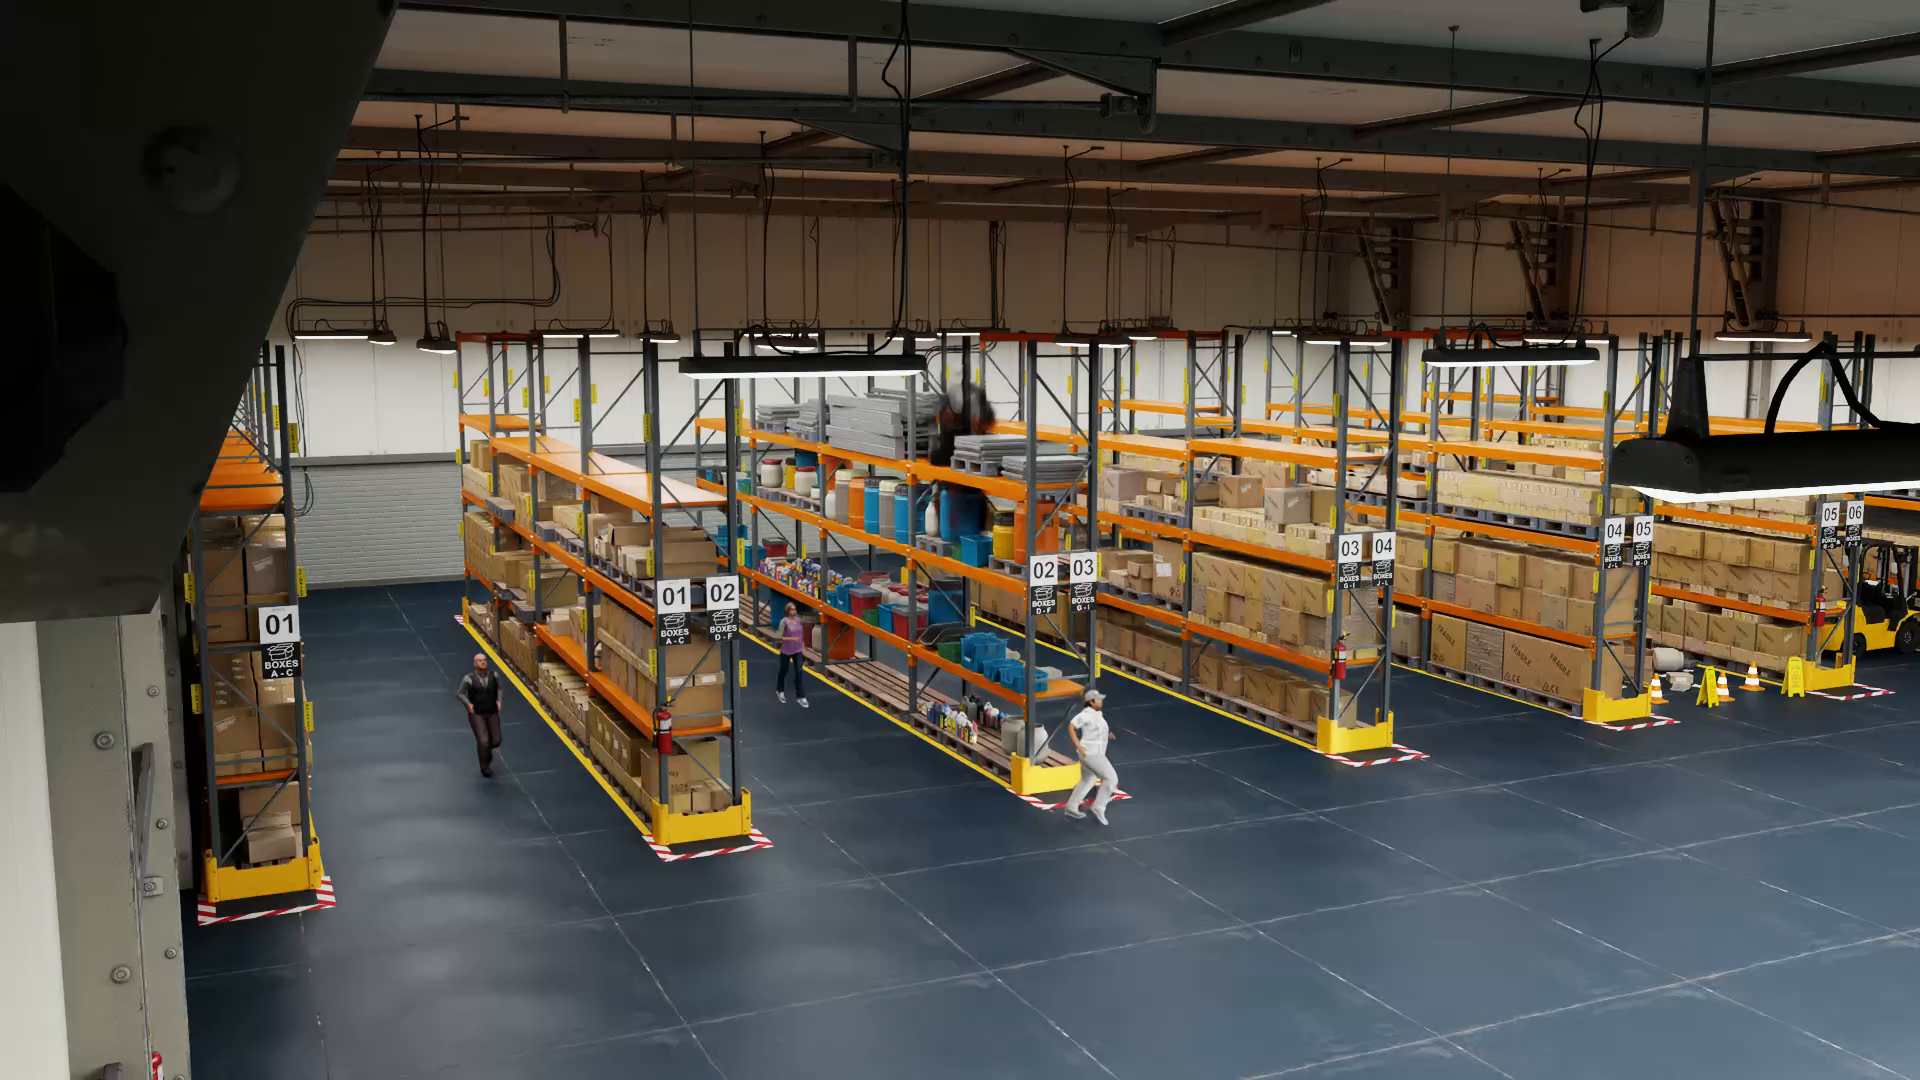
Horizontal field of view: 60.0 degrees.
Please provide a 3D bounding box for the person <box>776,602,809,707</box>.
[{"bbox_3d":[-2.628,1.778,26.017,0.539,1.622,0.806,-6,9,-36],"label":"person"}]

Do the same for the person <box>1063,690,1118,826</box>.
[{"bbox_3d":[1.656,2.712,20.919,0.676,1.666,0.600,1,8,8],"label":"person"}]

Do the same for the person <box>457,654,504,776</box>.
[{"bbox_3d":[-6.626,2.403,23.065,0.659,1.673,0.614,-5,9,-32],"label":"person"}]

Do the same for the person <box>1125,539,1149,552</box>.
[{"bbox_3d":[4.469,-0.097,41.830,0.680,1.672,0.653,6,10,37],"label":"person"}]
